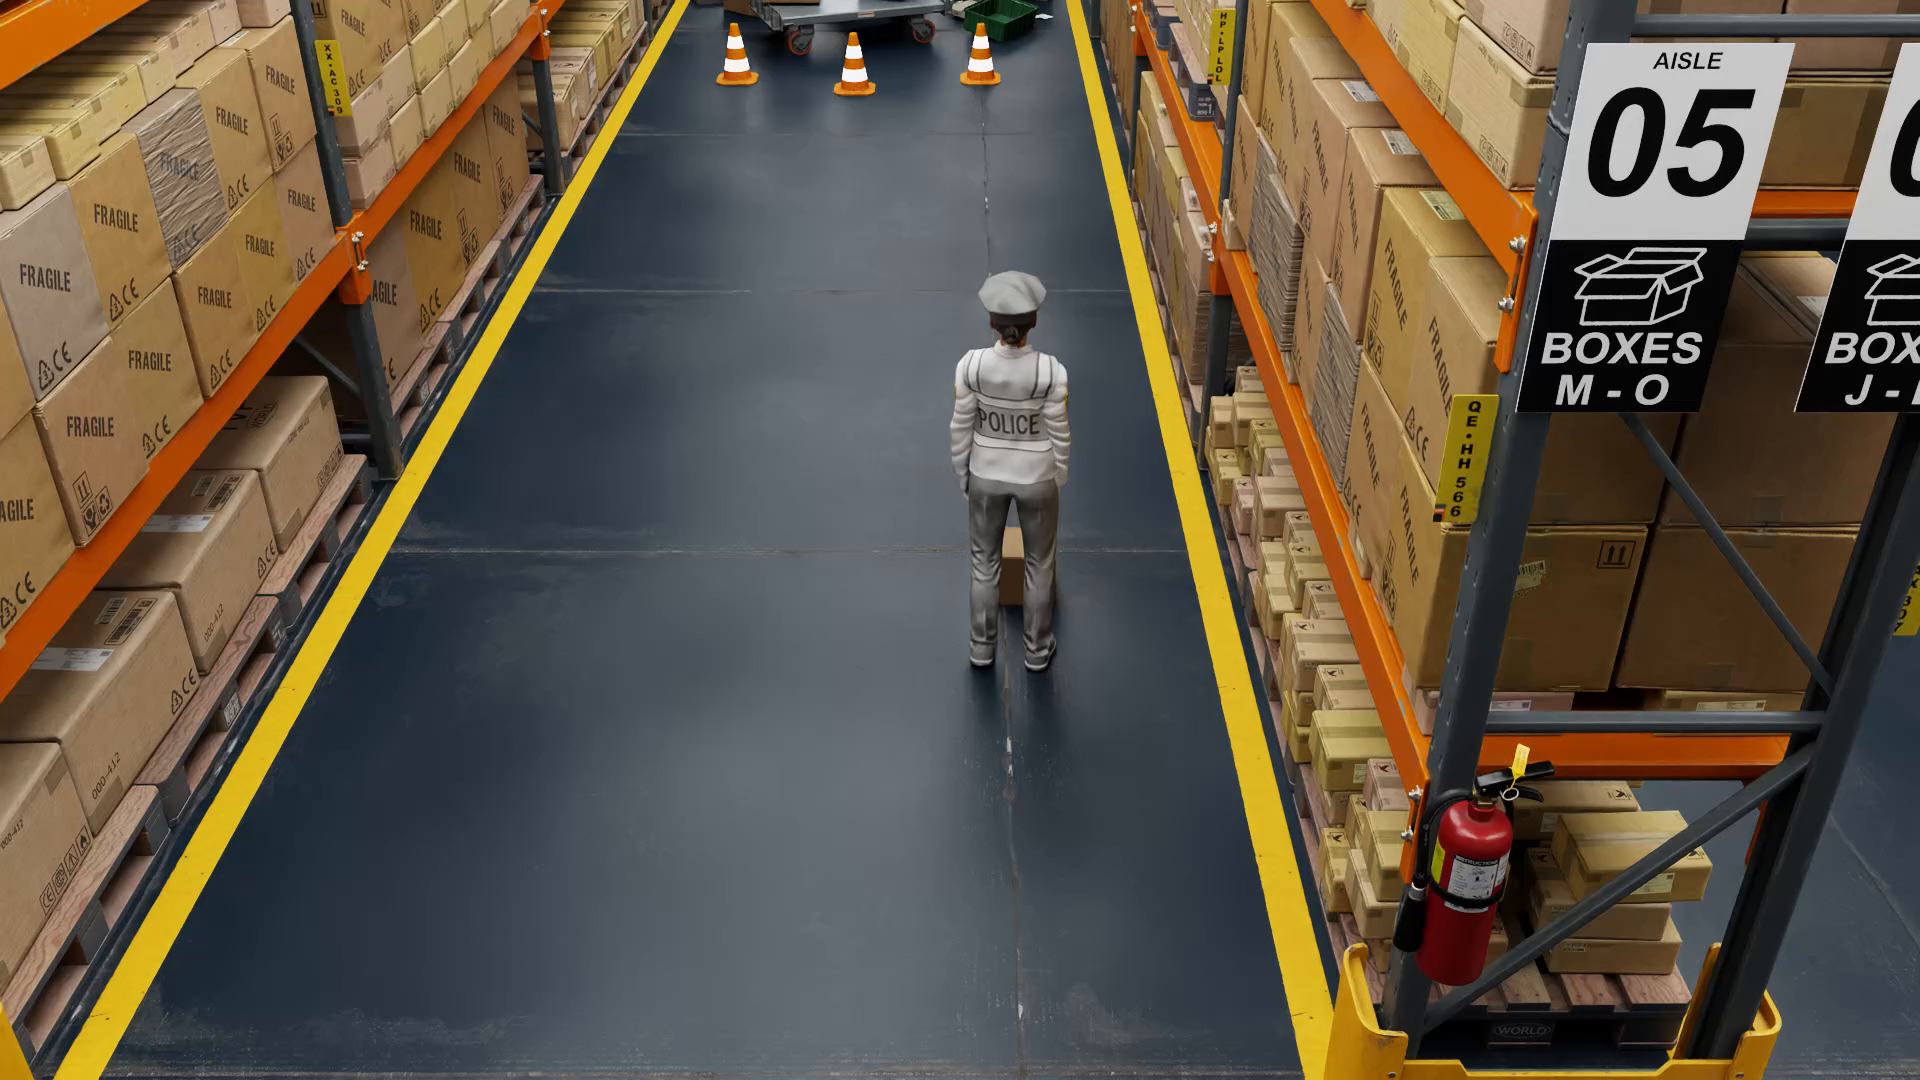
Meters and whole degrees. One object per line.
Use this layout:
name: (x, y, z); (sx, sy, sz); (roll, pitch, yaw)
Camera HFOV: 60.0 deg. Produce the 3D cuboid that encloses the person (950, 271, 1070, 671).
person: (0.198, -0.240, 6.533); (0.467, 1.688, 0.333); (6, 32, 9)
